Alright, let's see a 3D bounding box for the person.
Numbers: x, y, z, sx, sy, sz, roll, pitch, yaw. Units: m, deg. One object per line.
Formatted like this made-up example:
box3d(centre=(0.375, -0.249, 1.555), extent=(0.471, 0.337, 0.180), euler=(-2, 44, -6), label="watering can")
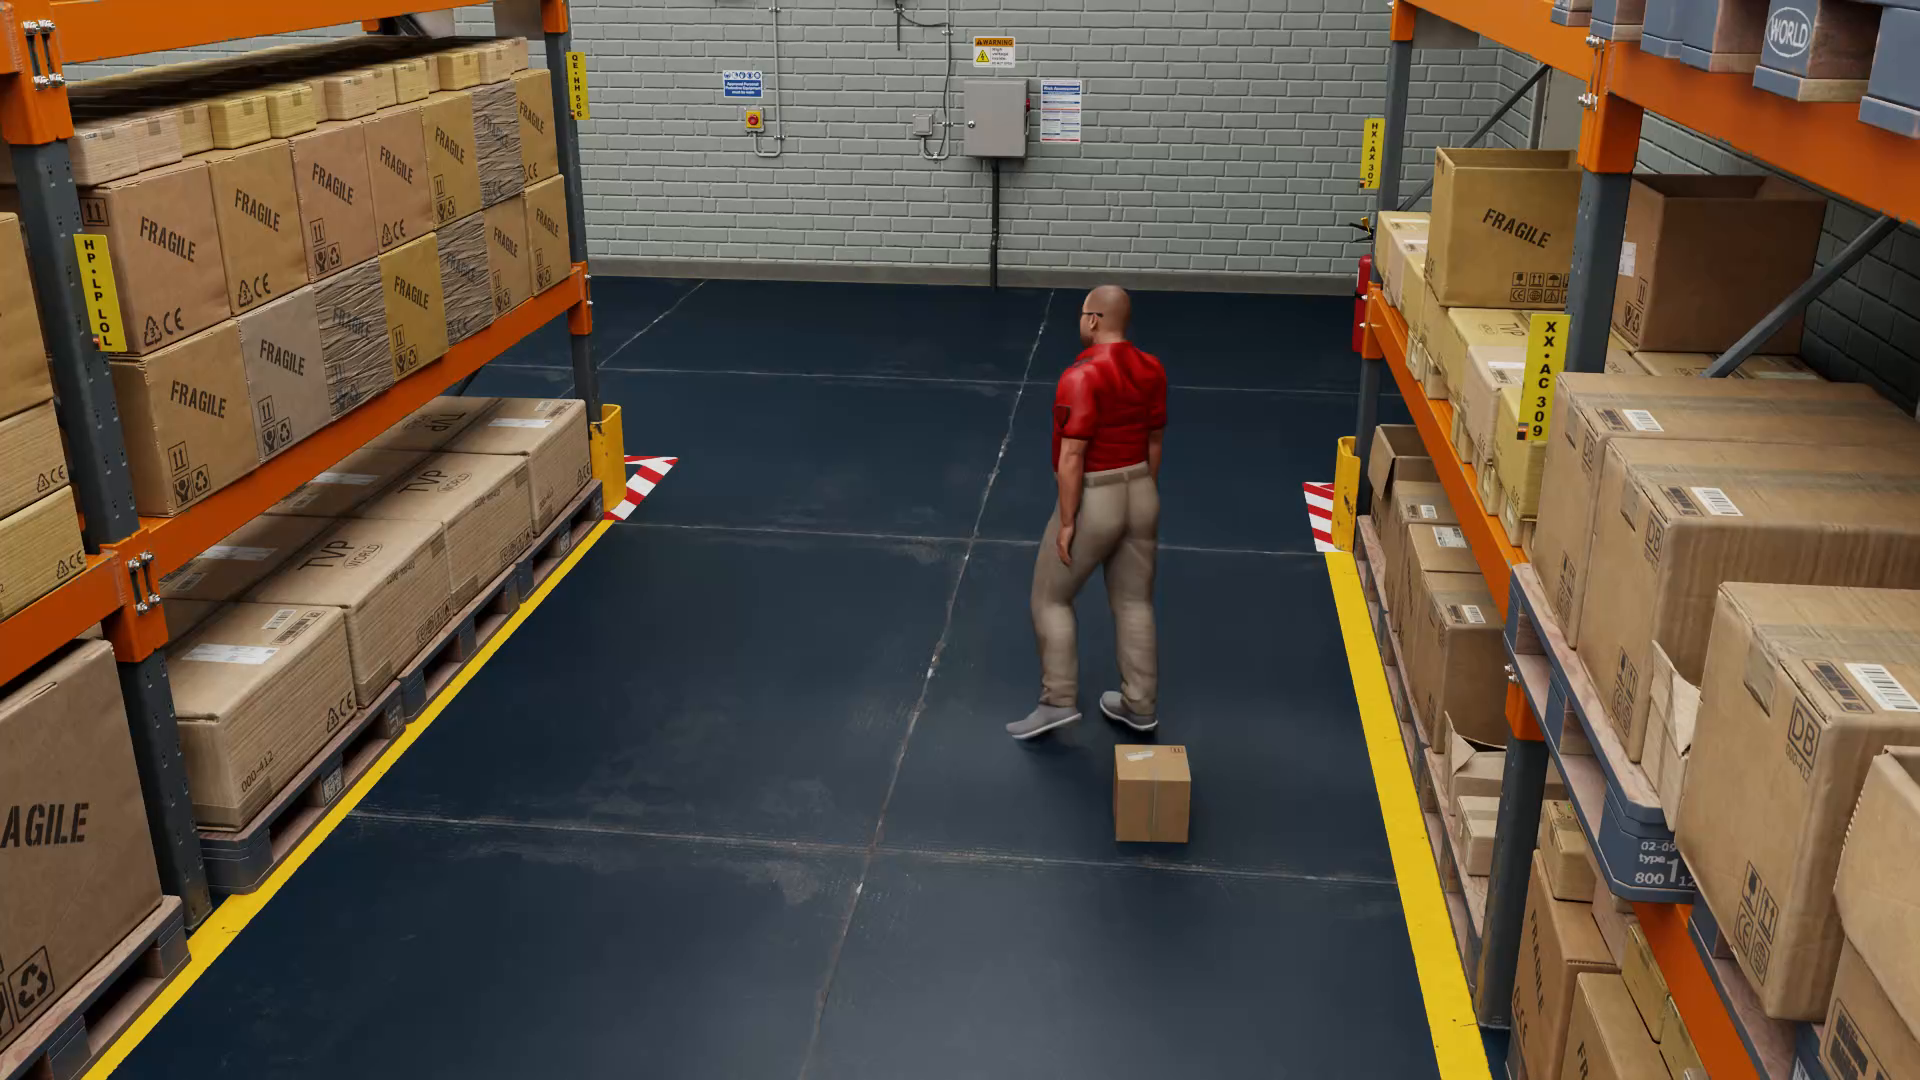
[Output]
box3d(centre=(0.531, -0.061, 6.296), extent=(0.664, 1.769, 0.491), euler=(-13, 25, -31), label="person")
